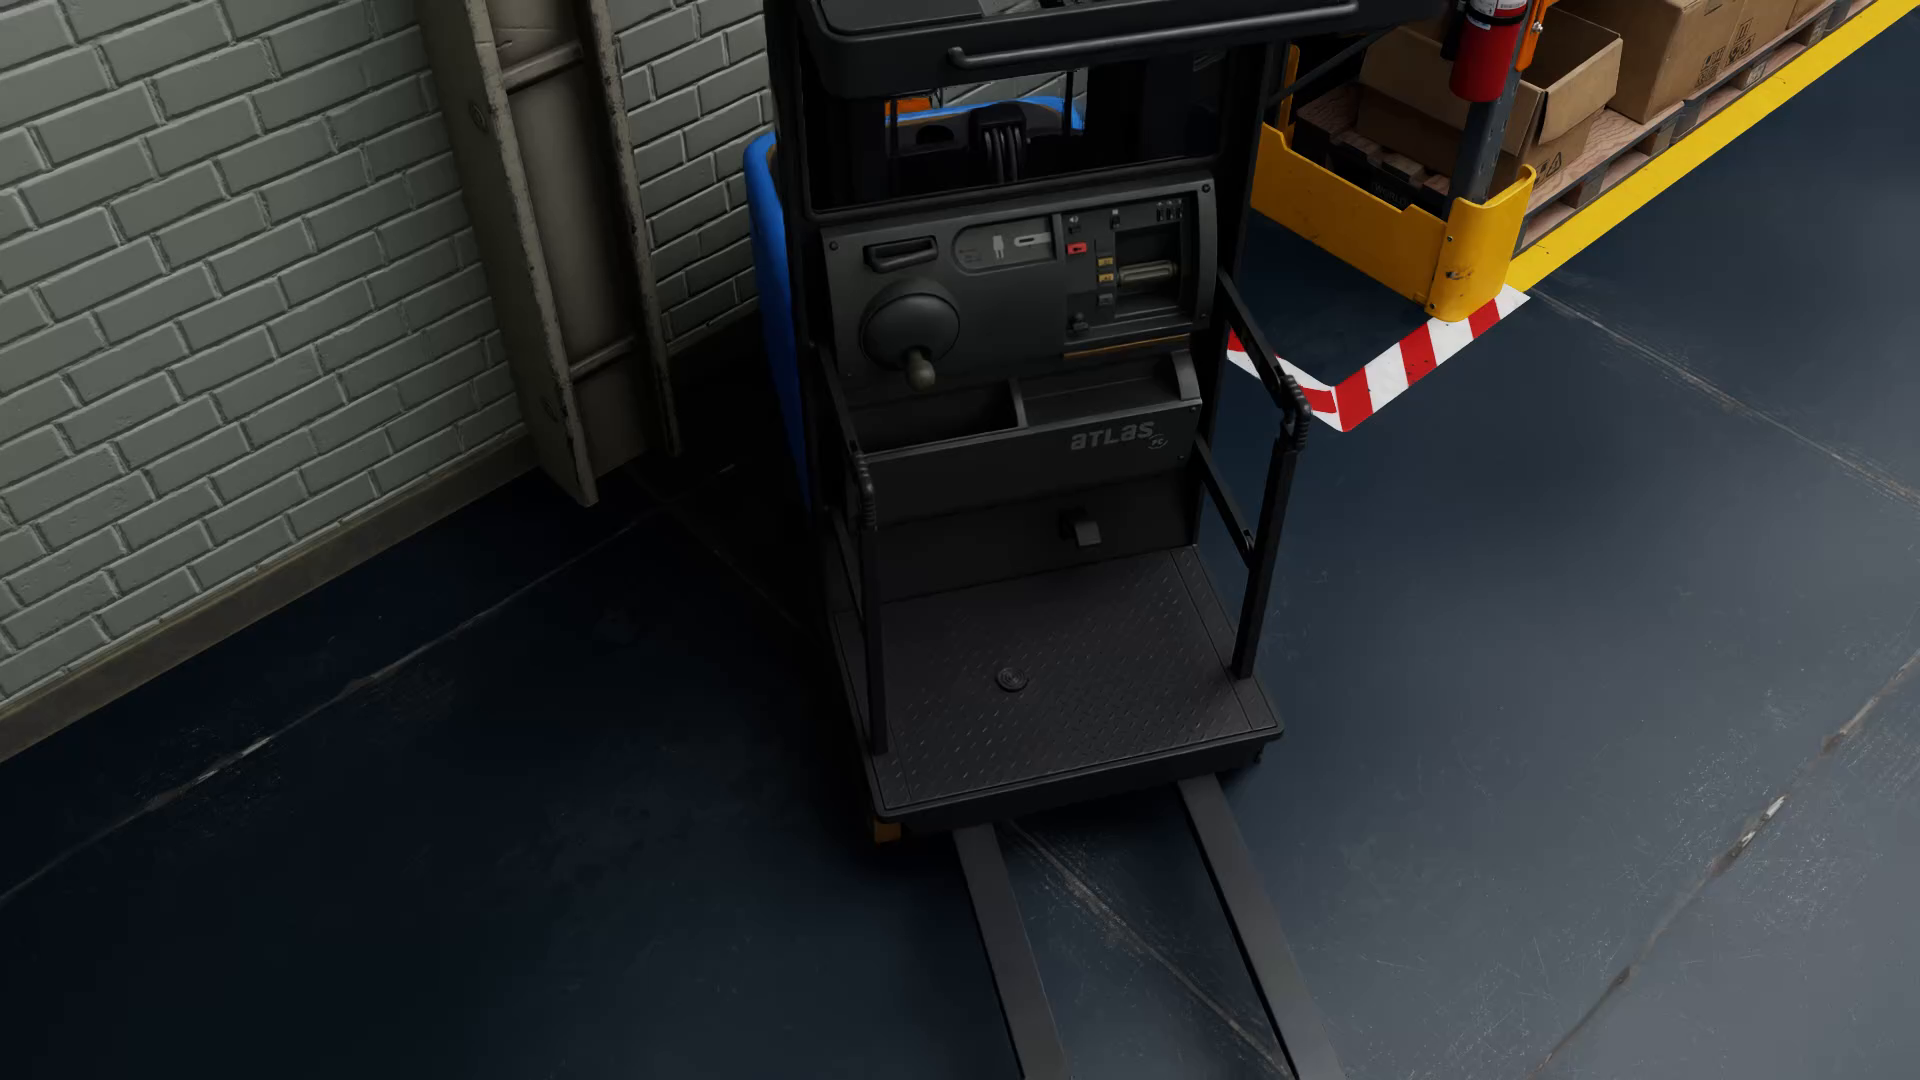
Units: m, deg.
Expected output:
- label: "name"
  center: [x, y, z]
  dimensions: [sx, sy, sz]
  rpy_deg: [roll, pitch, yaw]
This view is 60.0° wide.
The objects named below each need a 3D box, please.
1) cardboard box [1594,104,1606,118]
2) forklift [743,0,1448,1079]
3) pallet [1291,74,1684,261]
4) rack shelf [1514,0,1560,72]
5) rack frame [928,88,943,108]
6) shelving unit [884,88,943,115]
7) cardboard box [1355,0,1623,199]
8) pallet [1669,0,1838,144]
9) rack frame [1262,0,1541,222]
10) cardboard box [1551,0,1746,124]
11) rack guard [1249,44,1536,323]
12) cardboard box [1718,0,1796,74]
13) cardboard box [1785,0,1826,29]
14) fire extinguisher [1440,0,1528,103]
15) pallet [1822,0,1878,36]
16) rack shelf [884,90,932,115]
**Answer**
- label: "cardboard box"
  center: [2.297, -1.758, 6.485]
  dimensions: [0.250, 0.149, 0.380]
  rpy_deg: [-36, 57, -28]
- label: "forklift"
  center: [0.205, -0.499, 3.716]
  dimensions: [1.130, 2.935, 3.031]
  rpy_deg: [-11, 48, -10]
- label: "pallet"
  center: [2.085, -1.629, 6.610]
  dimensions: [1.213, 0.211, 1.003]
  rpy_deg: [-34, 56, -27]
- label: "rack shelf"
  center: [2.919, -2.888, 6.363]
  dimensions: [4.000, 0.370, 1.077]
  rpy_deg: [-34, 56, -27]
- label: "rack frame"
  center: [-0.072, -1.078, 5.522]
  dimensions: [0.008, 1.050, 0.200]
  rpy_deg: [-9, 44, -8]
- label: "shelving unit"
  center: [-0.191, -1.059, 5.504]
  dimensions: [0.252, 1.050, 0.215]
  rpy_deg: [-9, 44, -8]
- label: "cardboard box"
  center: [1.956, -1.690, 6.181]
  dimensions: [0.637, 0.503, 0.797]
  rpy_deg: [-36, 57, -28]
- label: "pallet"
  center: [2.987, -2.230, 7.164]
  dimensions: [1.213, 0.211, 1.003]
  rpy_deg: [-34, 56, -27]
- label: "rack frame"
  center: [1.440, -2.143, 5.186]
  dimensions: [0.127, 3.000, 1.000]
  rpy_deg: [-34, 56, -27]
- label: "cardboard box"
  center: [2.615, -2.090, 6.553]
  dimensions: [0.500, 0.500, 0.700]
  rpy_deg: [-32, 55, -26]
- label: "rack guard"
  center: [1.496, -1.333, 6.140]
  dimensions: [0.348, 0.500, 1.175]
  rpy_deg: [-34, 56, -27]
- label: "cardboard box"
  center: [3.073, -2.297, 6.744]
  dimensions: [0.500, 0.500, 0.500]
  rpy_deg: [-33, 55, -27]
- label: "cardboard box"
  center: [3.383, -2.603, 7.026]
  dimensions: [0.500, 0.500, 0.700]
  rpy_deg: [-36, 57, -28]
- label: "fire extinguisher"
  center: [1.642, -1.666, 5.053]
  dimensions: [0.183, 0.674, 0.296]
  rpy_deg: [-34, 56, -27]
- label: "pallet"
  center: [3.890, -2.836, 7.723]
  dimensions: [1.213, 0.211, 1.003]
  rpy_deg: [-34, 56, -27]
- label: "rack shelf"
  center: [-0.195, -1.257, 5.315]
  dimensions: [0.240, 0.259, 0.215]
  rpy_deg: [-9, 44, -8]
